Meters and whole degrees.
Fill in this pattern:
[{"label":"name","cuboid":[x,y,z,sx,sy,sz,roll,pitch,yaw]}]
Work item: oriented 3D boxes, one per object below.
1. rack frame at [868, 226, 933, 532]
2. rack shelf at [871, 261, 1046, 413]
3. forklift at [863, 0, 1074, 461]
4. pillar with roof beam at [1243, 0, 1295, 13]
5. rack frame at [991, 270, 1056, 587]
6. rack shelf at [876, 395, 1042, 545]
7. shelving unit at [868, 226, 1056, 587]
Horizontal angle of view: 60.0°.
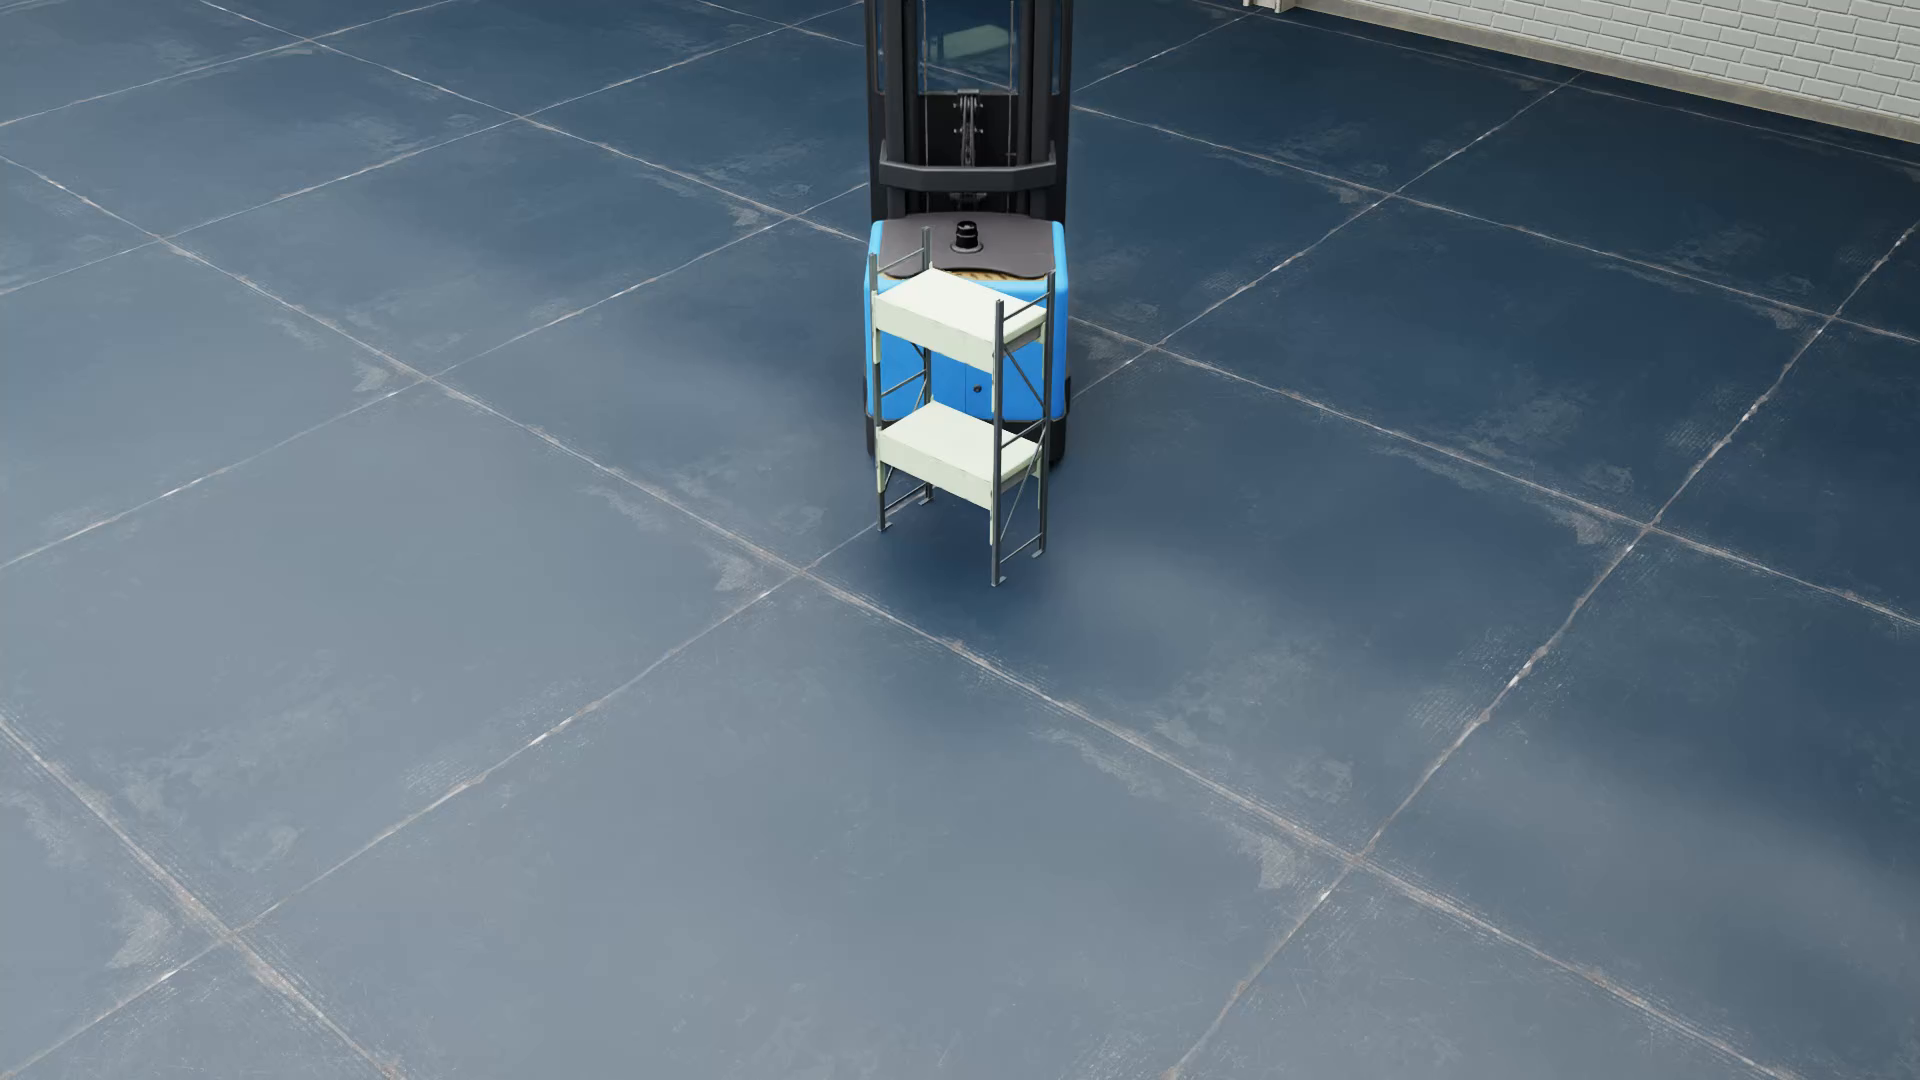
[{"label":"rack frame","cuboid":[-0.276,-0.748,8.015,0.023,1.500,0.400,25,42,32]},{"label":"rack shelf","cuboid":[0.005,-0.938,7.601,0.720,0.370,0.431,25,42,32]},{"label":"forklift","cuboid":[0.049,-2.423,9.190,1.130,2.935,3.031,0,34,1]},{"label":"pillar with roof beam","cuboid":[0.135,-6.826,10.241,0.400,9.000,9.100,25,42,32]},{"label":"rack frame","cuboid":[0.286,-0.483,7.629,0.023,1.500,0.400,25,42,32]},{"label":"rack shelf","cuboid":[0.005,-0.347,8.006,0.720,0.370,0.431,25,42,32]},{"label":"shelving unit","cuboid":[0.005,-0.616,7.822,0.755,1.500,0.431,25,42,32]}]
